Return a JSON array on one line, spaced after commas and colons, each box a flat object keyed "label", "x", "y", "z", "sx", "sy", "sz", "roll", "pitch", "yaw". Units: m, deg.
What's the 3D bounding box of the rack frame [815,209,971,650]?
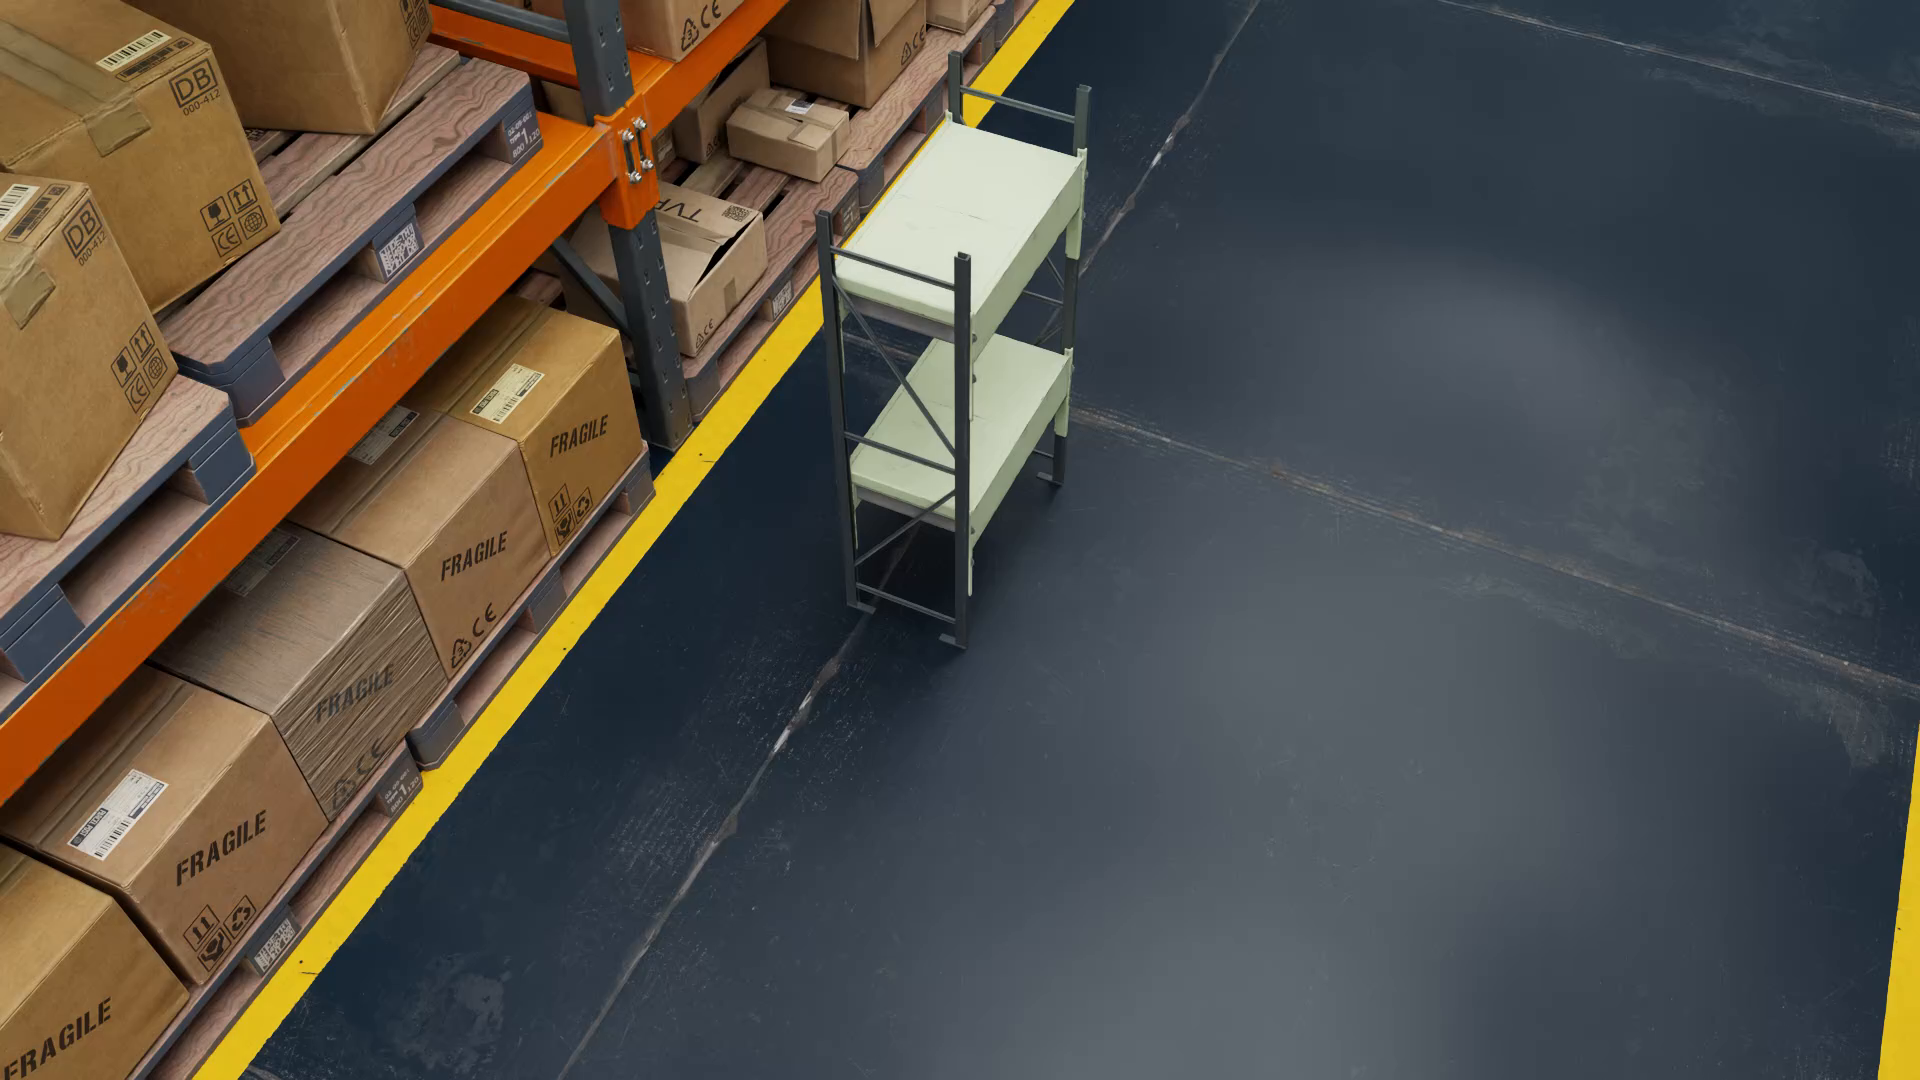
[{"label": "rack frame", "x": -0.159, "y": -0.229, "z": 4.460, "sx": 0.400, "sy": 1.500, "sz": 0.023, "roll": 20, "pitch": 52, "yaw": 16}]

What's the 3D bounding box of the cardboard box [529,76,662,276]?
[{"label": "cardboard box", "x": -1.380, "y": -1.276, "z": 5.719, "sx": 0.500, "sy": 0.500, "sz": 0.500, "roll": 20, "pitch": 52, "yaw": 16}]

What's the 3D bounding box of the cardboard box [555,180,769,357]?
[{"label": "cardboard box", "x": -0.992, "y": -0.949, "z": 5.565, "sx": 0.500, "sy": 0.311, "sz": 0.500, "roll": 20, "pitch": 52, "yaw": 16}]

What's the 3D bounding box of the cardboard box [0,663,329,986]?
[{"label": "cardboard box", "x": -1.967, "y": 0.675, "z": 4.058, "sx": 0.500, "sy": 0.500, "sz": 0.500, "roll": 18, "pitch": 52, "yaw": 15}]

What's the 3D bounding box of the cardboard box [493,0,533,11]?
[{"label": "cardboard box", "x": -1.385, "y": -1.919, "z": 4.848, "sx": 0.500, "sy": 0.500, "sz": 0.500, "roll": 21, "pitch": 53, "yaw": 17}]

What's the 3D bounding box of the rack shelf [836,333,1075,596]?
[{"label": "rack shelf", "x": -0.003, "y": -0.270, "z": 4.923, "sx": 0.431, "sy": 0.370, "sz": 0.720, "roll": 20, "pitch": 52, "yaw": 16}]

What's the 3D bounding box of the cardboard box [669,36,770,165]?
[{"label": "cardboard box", "x": -1.059, "y": -1.731, "z": 6.230, "sx": 0.500, "sy": 0.311, "sz": 0.500, "roll": 20, "pitch": 52, "yaw": 16}]

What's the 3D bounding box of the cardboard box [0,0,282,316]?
[{"label": "cardboard box", "x": -2.008, "y": -0.880, "z": 3.688, "sx": 0.700, "sy": 0.500, "sz": 0.500, "roll": 28, "pitch": 55, "yaw": 22}]

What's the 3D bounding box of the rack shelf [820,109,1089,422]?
[{"label": "rack shelf", "x": -0.003, "y": -0.734, "z": 4.378, "sx": 0.431, "sy": 0.370, "sz": 0.720, "roll": 20, "pitch": 52, "yaw": 16}]

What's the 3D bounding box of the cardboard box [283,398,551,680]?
[{"label": "cardboard box", "x": -1.537, "y": -0.021, "z": 4.651, "sx": 0.500, "sy": 0.500, "sz": 0.500, "roll": 20, "pitch": 52, "yaw": 16}]

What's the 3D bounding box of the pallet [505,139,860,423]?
[{"label": "pallet", "x": -1.072, "y": -1.028, "z": 5.986, "sx": 1.003, "sy": 0.211, "sz": 1.213, "roll": 20, "pitch": 52, "yaw": 16}]

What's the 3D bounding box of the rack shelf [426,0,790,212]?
[{"label": "rack shelf", "x": -0.512, "y": -2.603, "z": 5.968, "sx": 1.077, "sy": 0.370, "sz": 4.000, "roll": 20, "pitch": 52, "yaw": 16}]

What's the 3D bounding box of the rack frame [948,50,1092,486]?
[{"label": "rack frame", "x": 0.154, "y": -0.733, "z": 4.889, "sx": 0.400, "sy": 1.500, "sz": 0.023, "roll": 20, "pitch": 52, "yaw": 16}]

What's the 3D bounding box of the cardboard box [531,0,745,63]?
[{"label": "cardboard box", "x": -0.902, "y": -1.754, "z": 4.707, "sx": 0.500, "sy": 0.500, "sz": 0.500, "roll": 21, "pitch": 53, "yaw": 17}]

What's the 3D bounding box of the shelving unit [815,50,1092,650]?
[{"label": "shelving unit", "x": -0.003, "y": -0.481, "z": 4.675, "sx": 0.431, "sy": 1.500, "sz": 0.755, "roll": 20, "pitch": 52, "yaw": 16}]

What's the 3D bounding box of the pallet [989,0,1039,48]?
[{"label": "pallet", "x": -0.030, "y": -2.708, "z": 7.416, "sx": 1.003, "sy": 0.211, "sz": 1.213, "roll": 20, "pitch": 52, "yaw": 16}]

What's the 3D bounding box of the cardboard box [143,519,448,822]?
[{"label": "cardboard box", "x": -1.752, "y": 0.324, "z": 4.357, "sx": 0.500, "sy": 0.500, "sz": 0.500, "roll": 20, "pitch": 53, "yaw": 17}]

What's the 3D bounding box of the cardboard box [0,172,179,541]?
[{"label": "cardboard box", "x": -2.066, "y": -0.391, "z": 3.272, "sx": 0.700, "sy": 0.500, "sz": 0.500, "roll": 8, "pitch": 50, "yaw": 7}]

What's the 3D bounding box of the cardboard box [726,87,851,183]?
[{"label": "cardboard box", "x": -0.631, "y": -1.501, "z": 6.129, "sx": 0.380, "sy": 0.166, "sz": 0.250, "roll": 20, "pitch": 52, "yaw": 16}]

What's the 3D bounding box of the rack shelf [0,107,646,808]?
[{"label": "rack shelf", "x": -2.221, "y": 0.151, "z": 3.624, "sx": 1.077, "sy": 0.370, "sz": 4.000, "roll": 20, "pitch": 52, "yaw": 16}]

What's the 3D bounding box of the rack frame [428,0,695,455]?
[{"label": "rack frame", "x": -1.367, "y": -1.459, "z": 4.522, "sx": 1.000, "sy": 3.000, "sz": 0.127, "roll": 20, "pitch": 52, "yaw": 16}]

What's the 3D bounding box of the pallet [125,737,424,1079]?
[{"label": "pallet", "x": -2.200, "y": 0.860, "z": 4.380, "sx": 1.003, "sy": 0.211, "sz": 1.213, "roll": 20, "pitch": 52, "yaw": 16}]

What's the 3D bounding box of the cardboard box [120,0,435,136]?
[{"label": "cardboard box", "x": -1.771, "y": -1.374, "z": 4.108, "sx": 0.700, "sy": 0.500, "sz": 0.500, "roll": 4, "pitch": 50, "yaw": 4}]

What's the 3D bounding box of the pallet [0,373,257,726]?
[{"label": "pallet", "x": -2.249, "y": 0.017, "z": 3.392, "sx": 1.003, "sy": 0.211, "sz": 1.213, "roll": 20, "pitch": 52, "yaw": 16}]

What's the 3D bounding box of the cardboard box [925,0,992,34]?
[{"label": "cardboard box", "x": -0.100, "y": -2.366, "z": 6.810, "sx": 0.500, "sy": 0.250, "sz": 0.500, "roll": 20, "pitch": 52, "yaw": 16}]

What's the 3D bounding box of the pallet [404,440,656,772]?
[{"label": "pallet", "x": -1.680, "y": 0.017, "z": 5.097, "sx": 1.003, "sy": 0.211, "sz": 1.213, "roll": 20, "pitch": 52, "yaw": 16}]

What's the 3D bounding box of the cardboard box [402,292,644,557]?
[{"label": "cardboard box", "x": -1.318, "y": -0.359, "z": 4.938, "sx": 0.500, "sy": 0.500, "sz": 0.500, "roll": 20, "pitch": 52, "yaw": 16}]

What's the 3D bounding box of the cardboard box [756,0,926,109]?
[{"label": "cardboard box", "x": -0.569, "y": -2.088, "z": 6.408, "sx": 0.797, "sy": 0.503, "sz": 0.637, "roll": 20, "pitch": 52, "yaw": 16}]

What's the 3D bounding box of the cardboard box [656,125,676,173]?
[{"label": "cardboard box", "x": -1.274, "y": -1.440, "z": 6.089, "sx": 0.380, "sy": 0.149, "sz": 0.250, "roll": 20, "pitch": 52, "yaw": 16}]

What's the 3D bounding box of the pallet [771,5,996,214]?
[{"label": "pallet", "x": -0.552, "y": -1.871, "z": 6.704, "sx": 1.003, "sy": 0.211, "sz": 1.213, "roll": 20, "pitch": 52, "yaw": 16}]

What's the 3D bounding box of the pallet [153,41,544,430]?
[{"label": "pallet", "x": -1.807, "y": -0.882, "z": 4.157, "sx": 1.003, "sy": 0.211, "sz": 1.213, "roll": 20, "pitch": 52, "yaw": 16}]

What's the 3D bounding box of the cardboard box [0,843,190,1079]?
[{"label": "cardboard box", "x": -2.185, "y": 1.036, "z": 3.751, "sx": 0.500, "sy": 0.500, "sz": 0.500, "roll": 19, "pitch": 52, "yaw": 16}]
